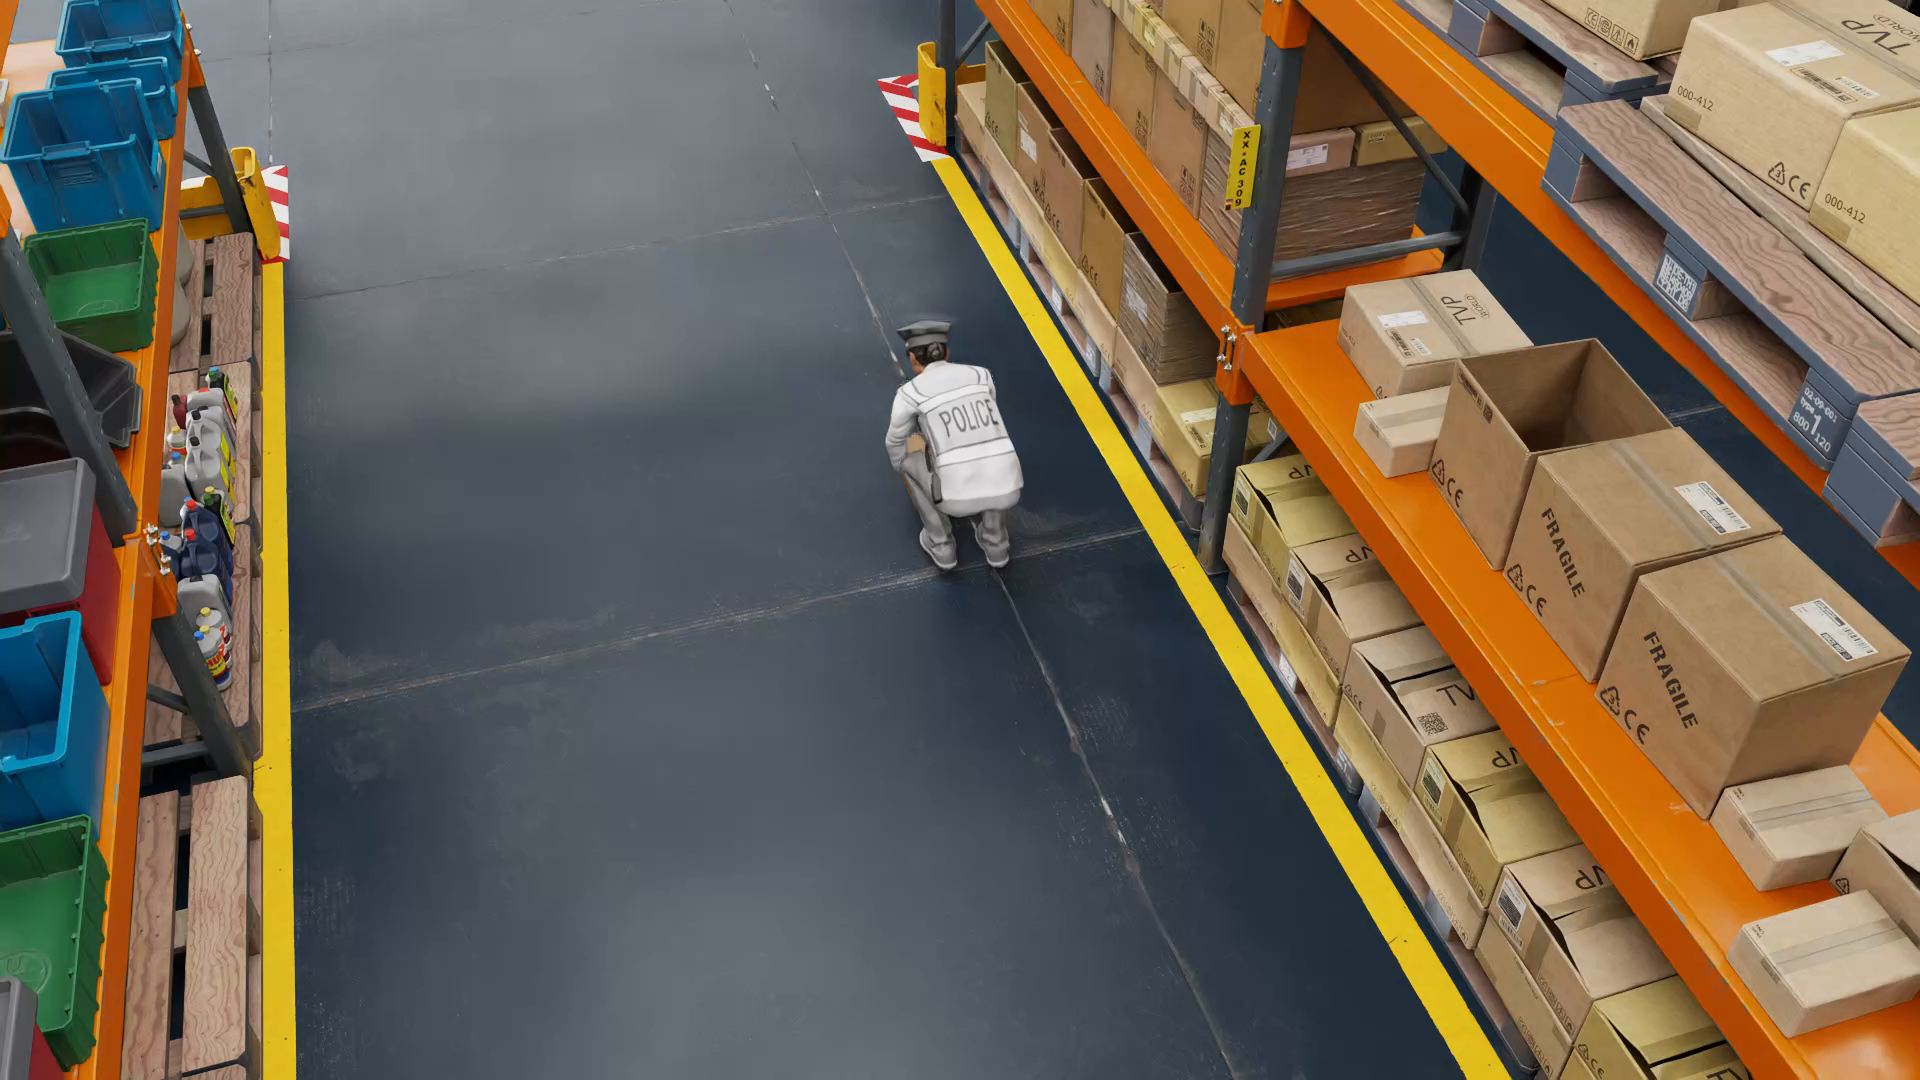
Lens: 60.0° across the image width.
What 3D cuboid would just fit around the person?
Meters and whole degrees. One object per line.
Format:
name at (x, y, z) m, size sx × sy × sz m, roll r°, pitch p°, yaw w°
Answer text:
person at (-0.035, -0.378, 7.064) m, size 0.493 × 1.006 × 0.840 m, roll -11°, pitch 44°, yaw -12°
